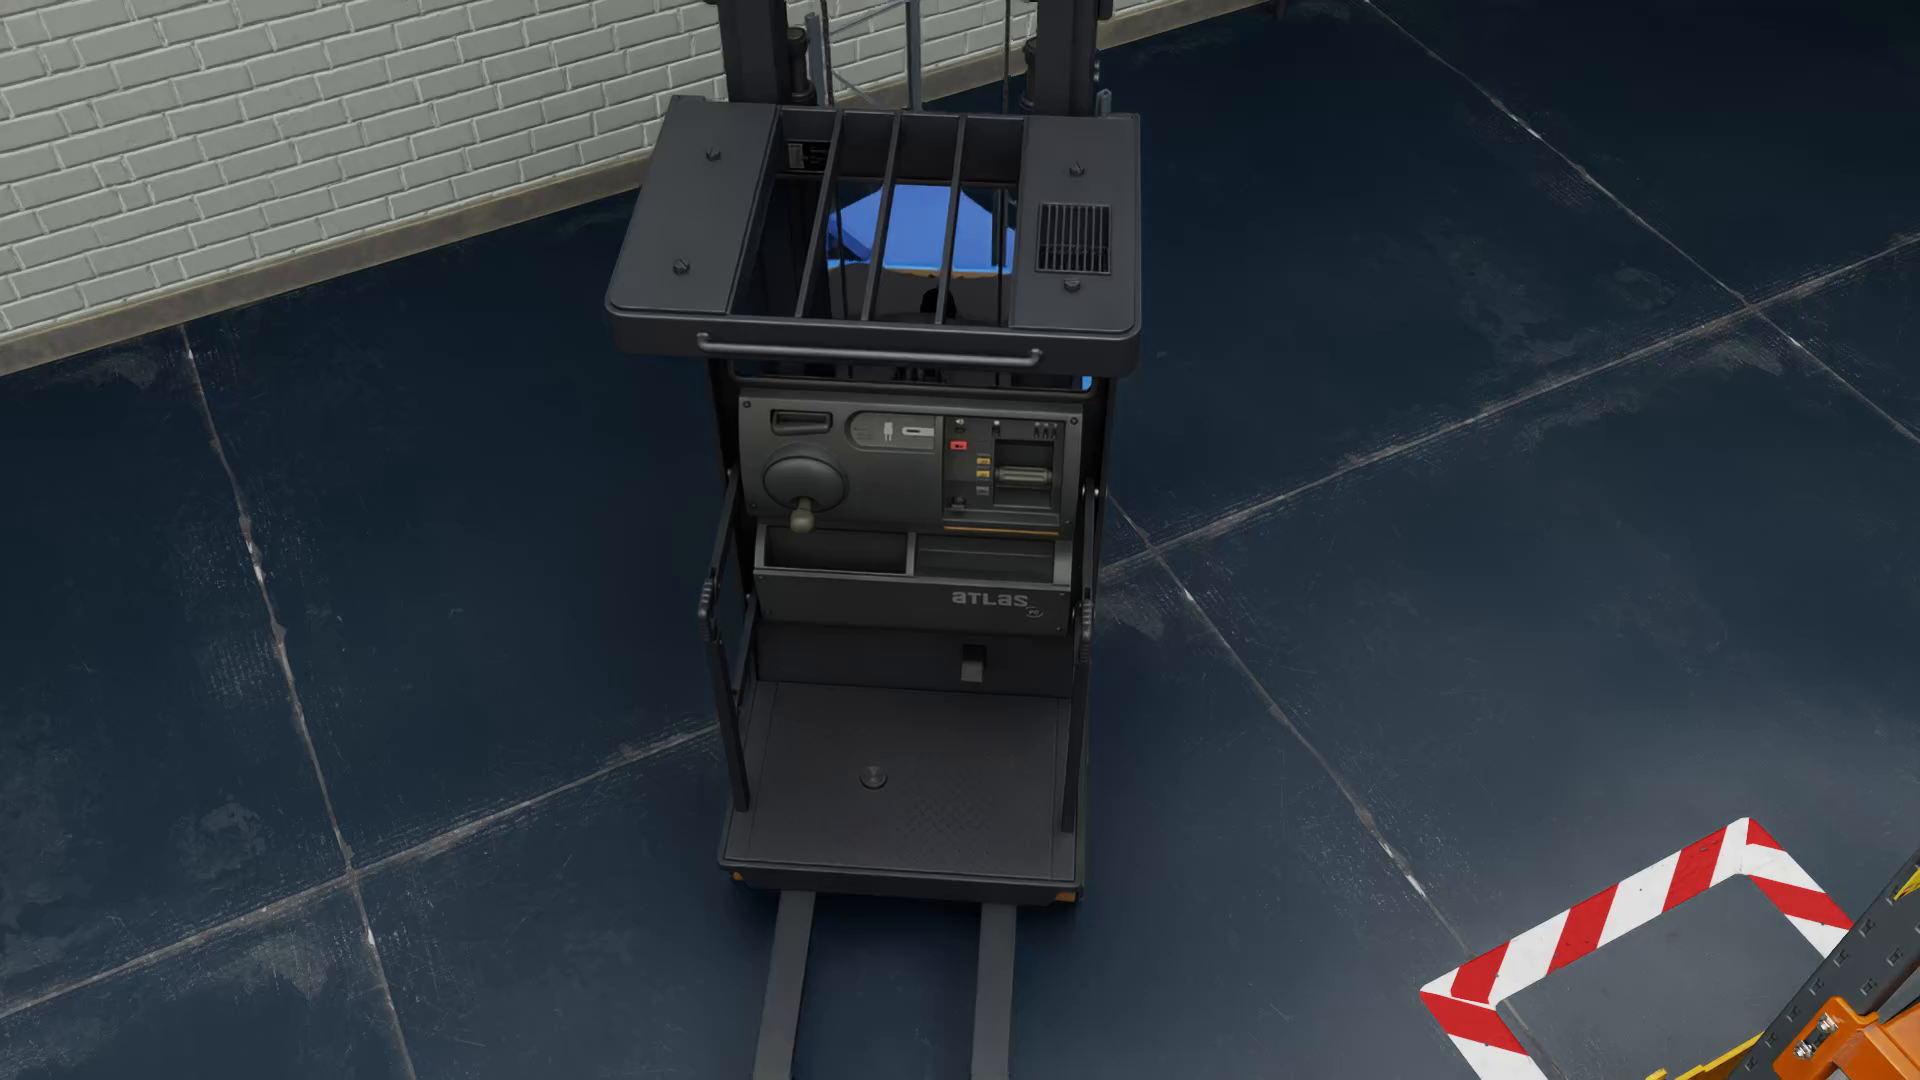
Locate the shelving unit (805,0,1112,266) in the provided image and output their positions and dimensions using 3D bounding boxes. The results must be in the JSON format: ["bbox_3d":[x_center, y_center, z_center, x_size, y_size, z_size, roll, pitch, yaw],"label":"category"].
[{"bbox_3d":[-0.021,-1.183,6.288,0.538,1.500,1.048,-33,56,-25],"label":"shelving unit"}]

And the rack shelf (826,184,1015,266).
[{"bbox_3d":[-0.021,-1.064,6.423,0.538,0.185,1.000,-33,56,-25],"label":"rack shelf"}]

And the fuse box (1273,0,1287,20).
[{"bbox_3d":[1.690,-3.268,7.971,0.539,1.711,0.414,-21,52,-18],"label":"fuse box"}]

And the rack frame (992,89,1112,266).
[{"bbox_3d":[0.309,-0.891,6.033,0.500,1.500,0.032,-33,56,-25],"label":"rack frame"}]

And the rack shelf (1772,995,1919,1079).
[{"bbox_3d":[3.272,2.275,2.745,1.077,0.370,4.000,-21,52,-18],"label":"rack shelf"}]

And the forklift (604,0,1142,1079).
[{"bbox_3d":[-0.149,-0.095,4.386,1.130,2.935,3.031,3,49,3],"label":"forklift"}]

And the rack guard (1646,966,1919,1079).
[{"bbox_3d":[2.346,1.507,4.600,1.175,0.500,0.348,-21,52,-18],"label":"rack guard"}]

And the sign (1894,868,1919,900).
[{"bbox_3d":[1.860,0.576,3.126,0.100,0.325,0.005,-21,52,-18],"label":"sign"}]

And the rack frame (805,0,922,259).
[{"bbox_3d":[-0.350,-1.474,6.543,0.500,1.500,0.032,-33,56,-25],"label":"rack frame"}]

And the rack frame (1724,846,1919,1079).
[{"bbox_3d":[2.356,0.700,3.645,1.000,3.000,0.127,-21,52,-18],"label":"rack frame"}]
